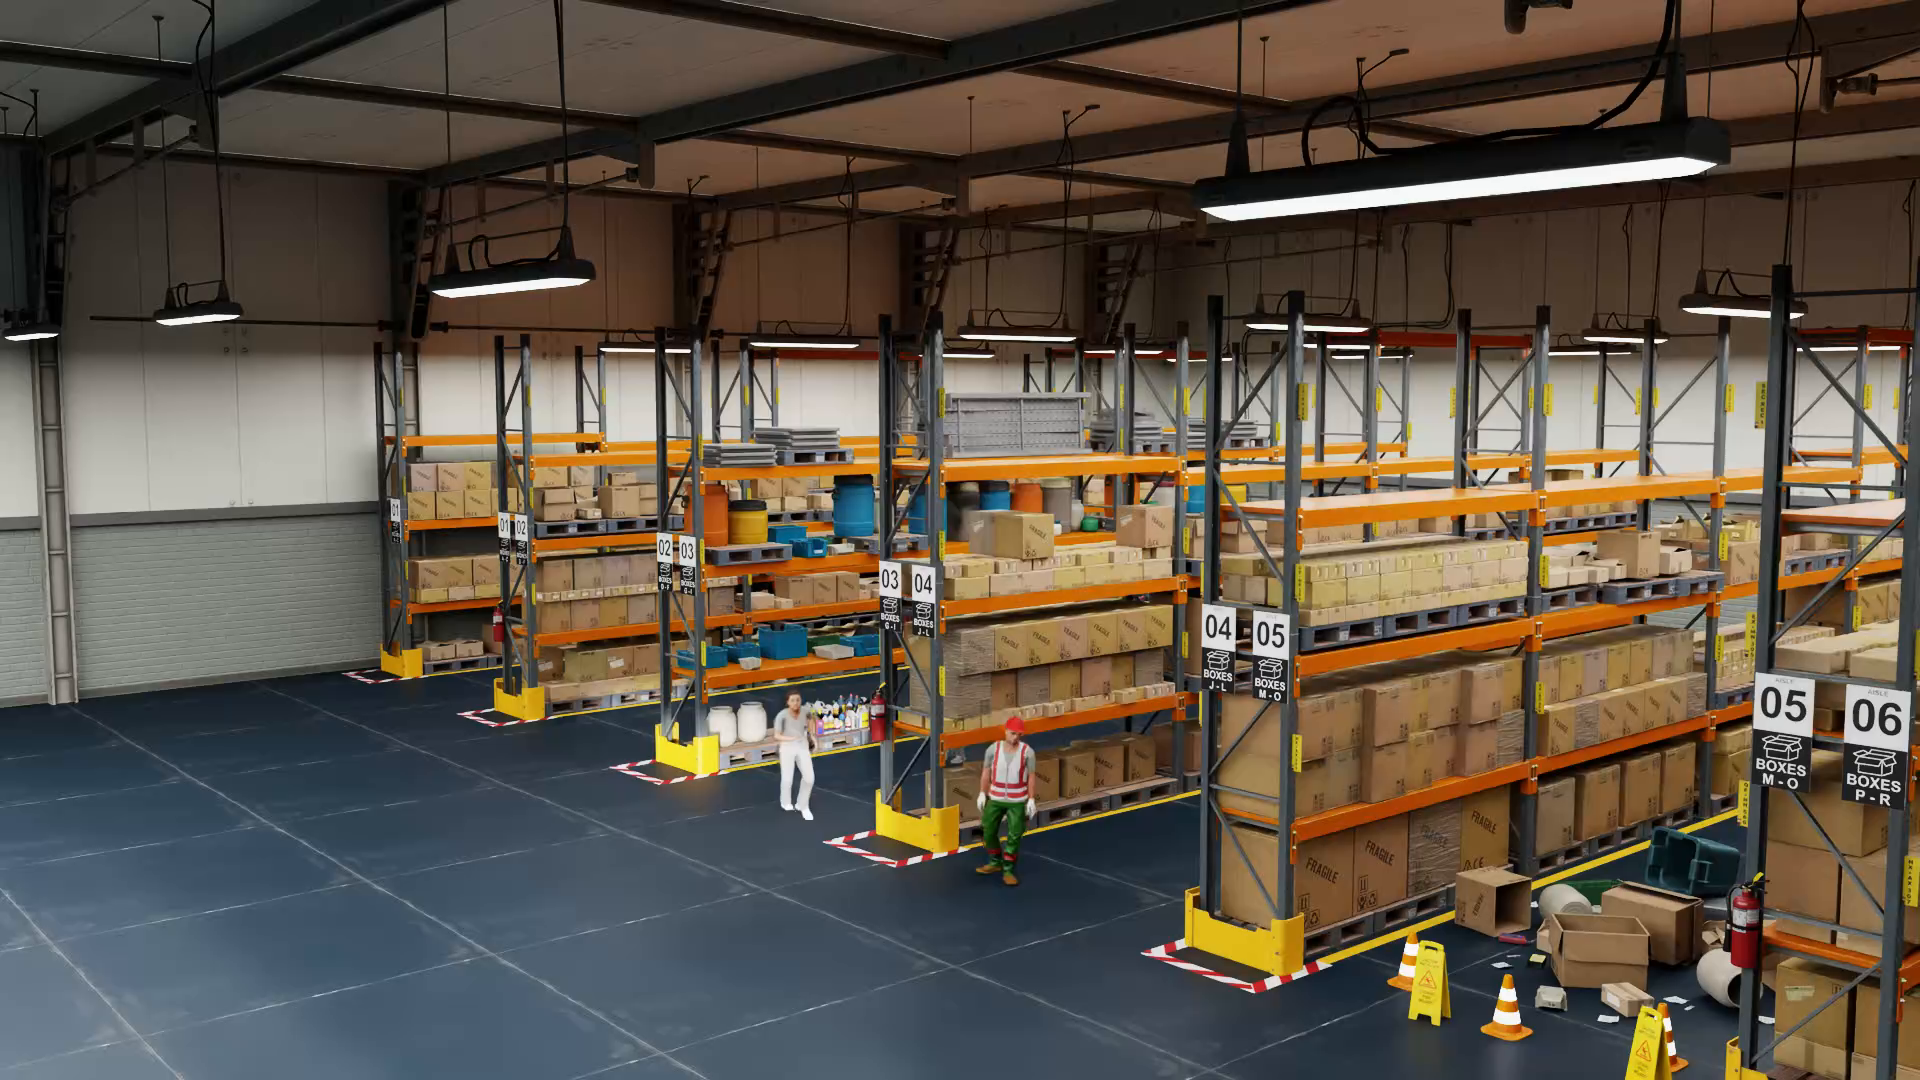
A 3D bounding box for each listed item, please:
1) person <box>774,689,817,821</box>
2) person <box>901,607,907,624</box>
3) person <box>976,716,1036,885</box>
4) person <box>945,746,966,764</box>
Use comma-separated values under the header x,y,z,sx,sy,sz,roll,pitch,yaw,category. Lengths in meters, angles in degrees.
x,y,z,sx,sy,sz,roll,pitch,yaw,category
-1.975,2.554,19.951,0.565,1.603,0.921,-2,5,-18,person
-1.124,1.291,33.609,0.861,1.594,0.513,-4,7,-40,person
0.477,2.701,17.383,0.655,1.766,0.475,1,5,9,person
-0.154,2.283,22.626,0.567,1.621,0.787,4,7,39,person
